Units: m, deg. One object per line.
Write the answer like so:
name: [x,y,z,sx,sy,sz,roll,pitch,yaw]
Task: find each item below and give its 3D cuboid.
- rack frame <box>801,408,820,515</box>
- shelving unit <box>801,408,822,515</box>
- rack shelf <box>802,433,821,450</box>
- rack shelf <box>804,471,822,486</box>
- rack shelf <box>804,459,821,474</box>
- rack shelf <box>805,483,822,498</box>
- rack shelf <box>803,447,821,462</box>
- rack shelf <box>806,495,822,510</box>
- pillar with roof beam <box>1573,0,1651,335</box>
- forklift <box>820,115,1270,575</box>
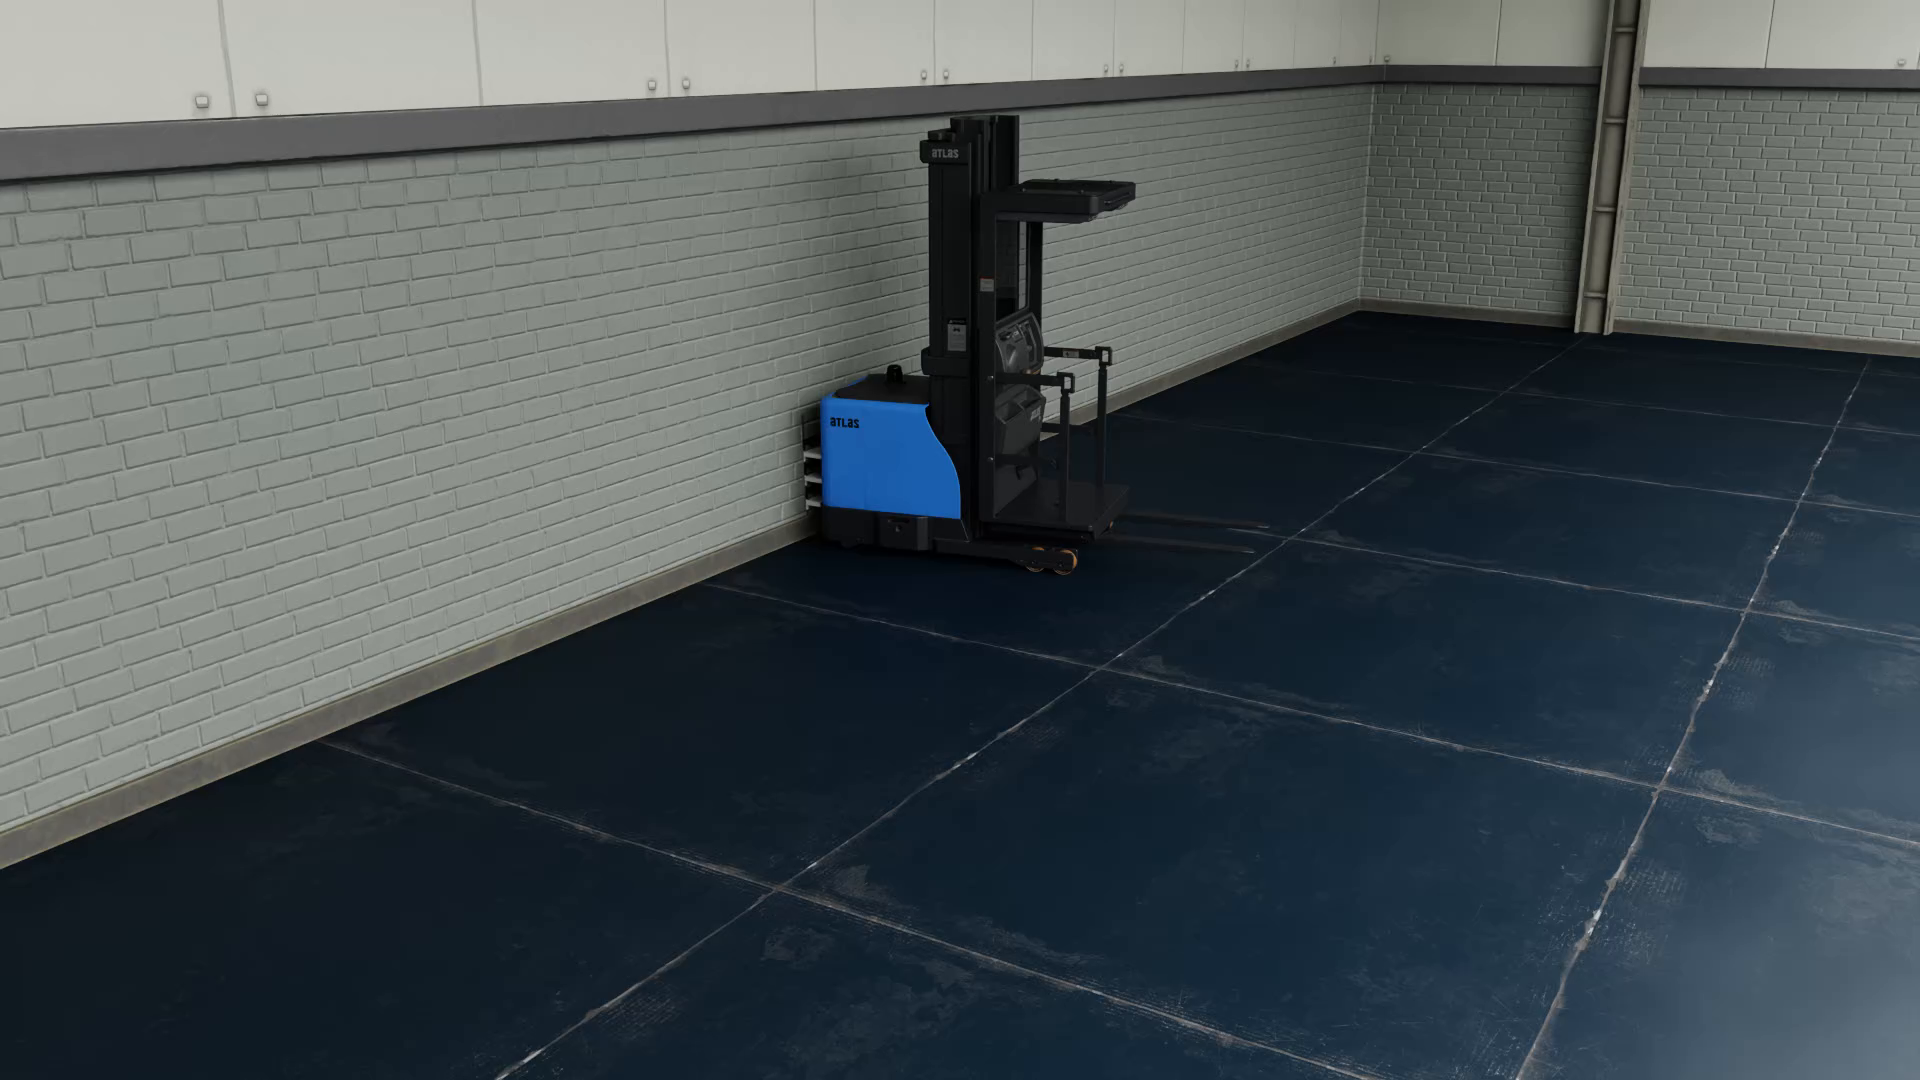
rack frame: [-1.046,-0.490,11.944,0.006,0.900,0.240,10,23,30]
shelving unit: [-0.959,-0.474,11.894,0.210,0.900,0.258,10,23,30]
rack shelf: [-0.964,-0.697,11.814,0.200,0.077,0.258,10,23,30]
rack shelf: [-0.958,-0.443,11.905,0.200,0.077,0.258,10,23,30]
rack shelf: [-0.960,-0.528,11.875,0.200,0.077,0.258,10,23,30]
rack shelf: [-0.956,-0.358,11.935,0.200,0.077,0.258,10,23,30]
rack shelf: [-0.962,-0.613,11.845,0.200,0.077,0.258,10,23,30]
rack shelf: [-0.954,-0.273,11.965,0.200,0.077,0.258,10,23,30]
pillar with roof beam: [5.446,-5.772,15.402,0.400,9.000,9.100,10,20,30]
forklift: [0.594,-1.343,11.259,3.031,2.935,1.130,6,18,18]
